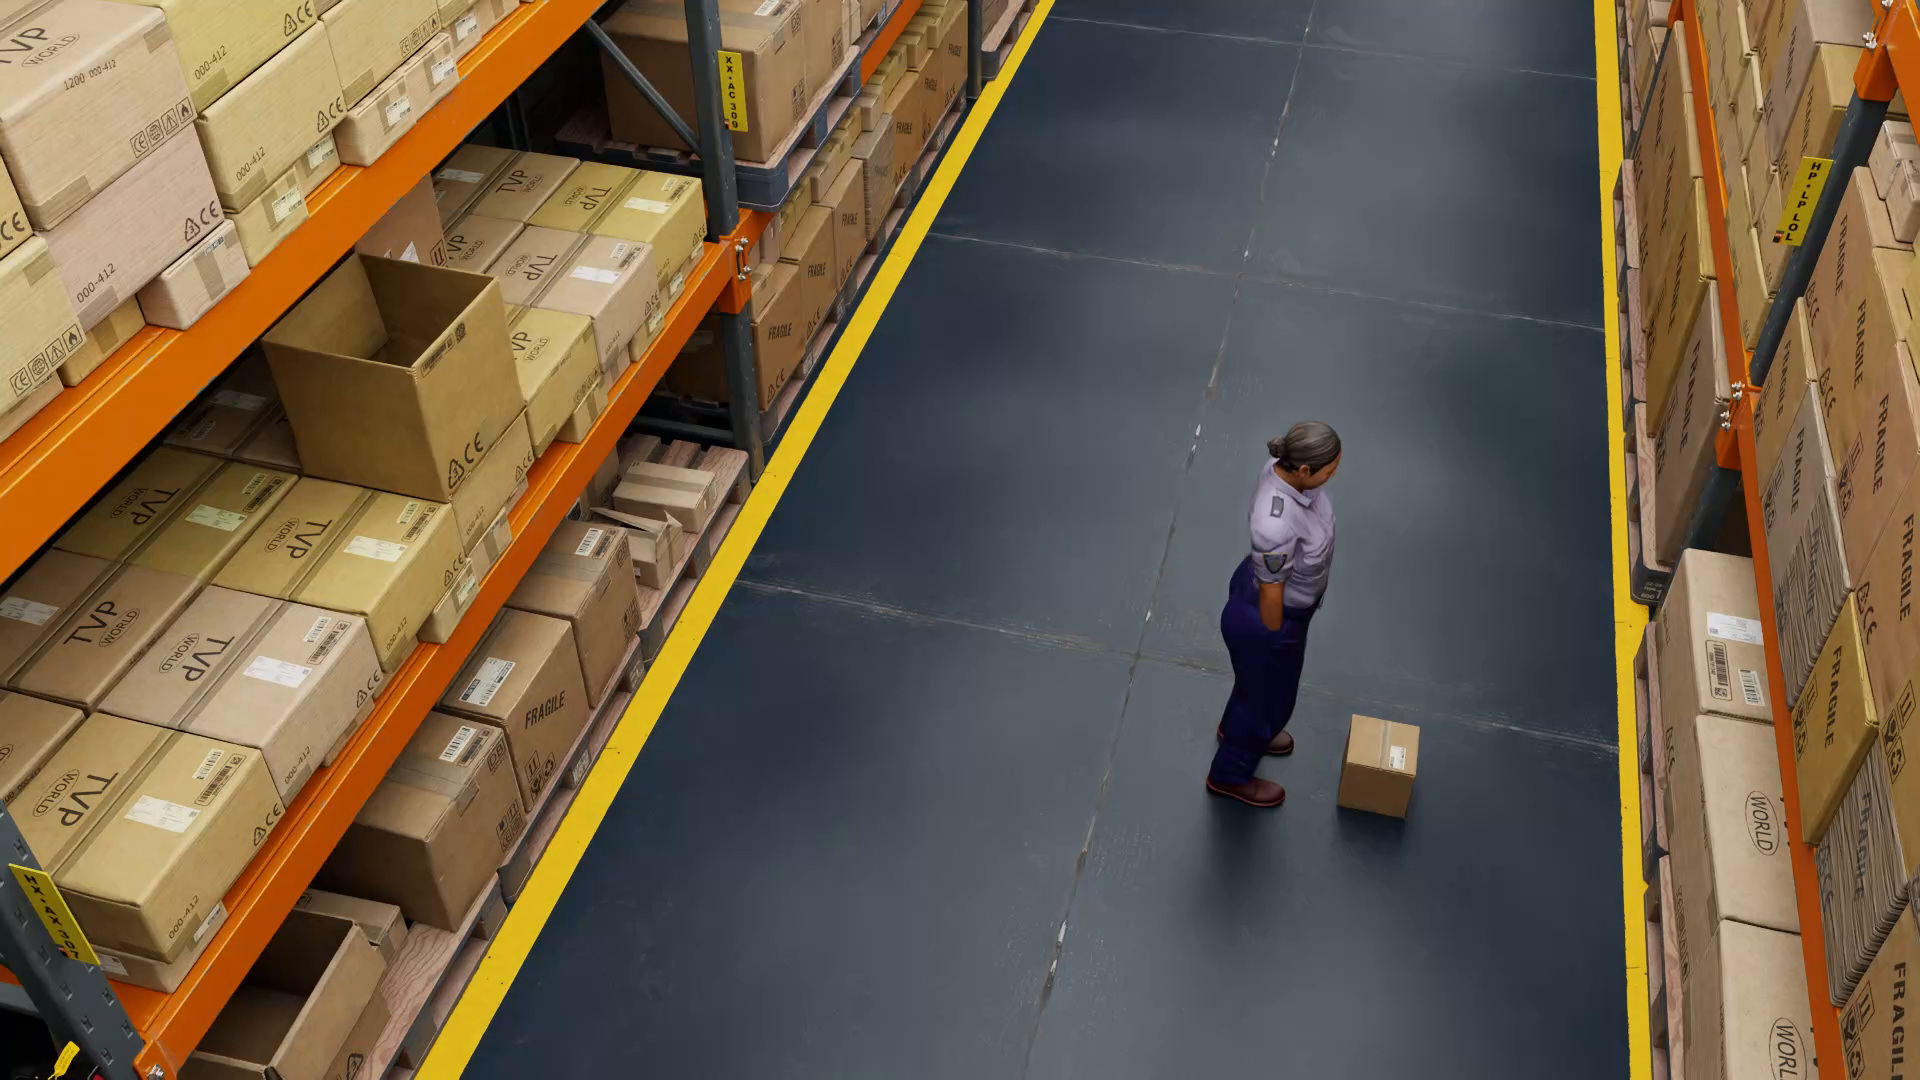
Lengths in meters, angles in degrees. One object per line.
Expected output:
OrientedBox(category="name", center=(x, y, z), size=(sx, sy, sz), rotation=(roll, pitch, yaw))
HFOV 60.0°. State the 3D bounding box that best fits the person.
OrientedBox(category="person", center=(1.114, 0.239, 5.911), size=(0.338, 1.639, 0.476), rotation=(11, 42, 12))
